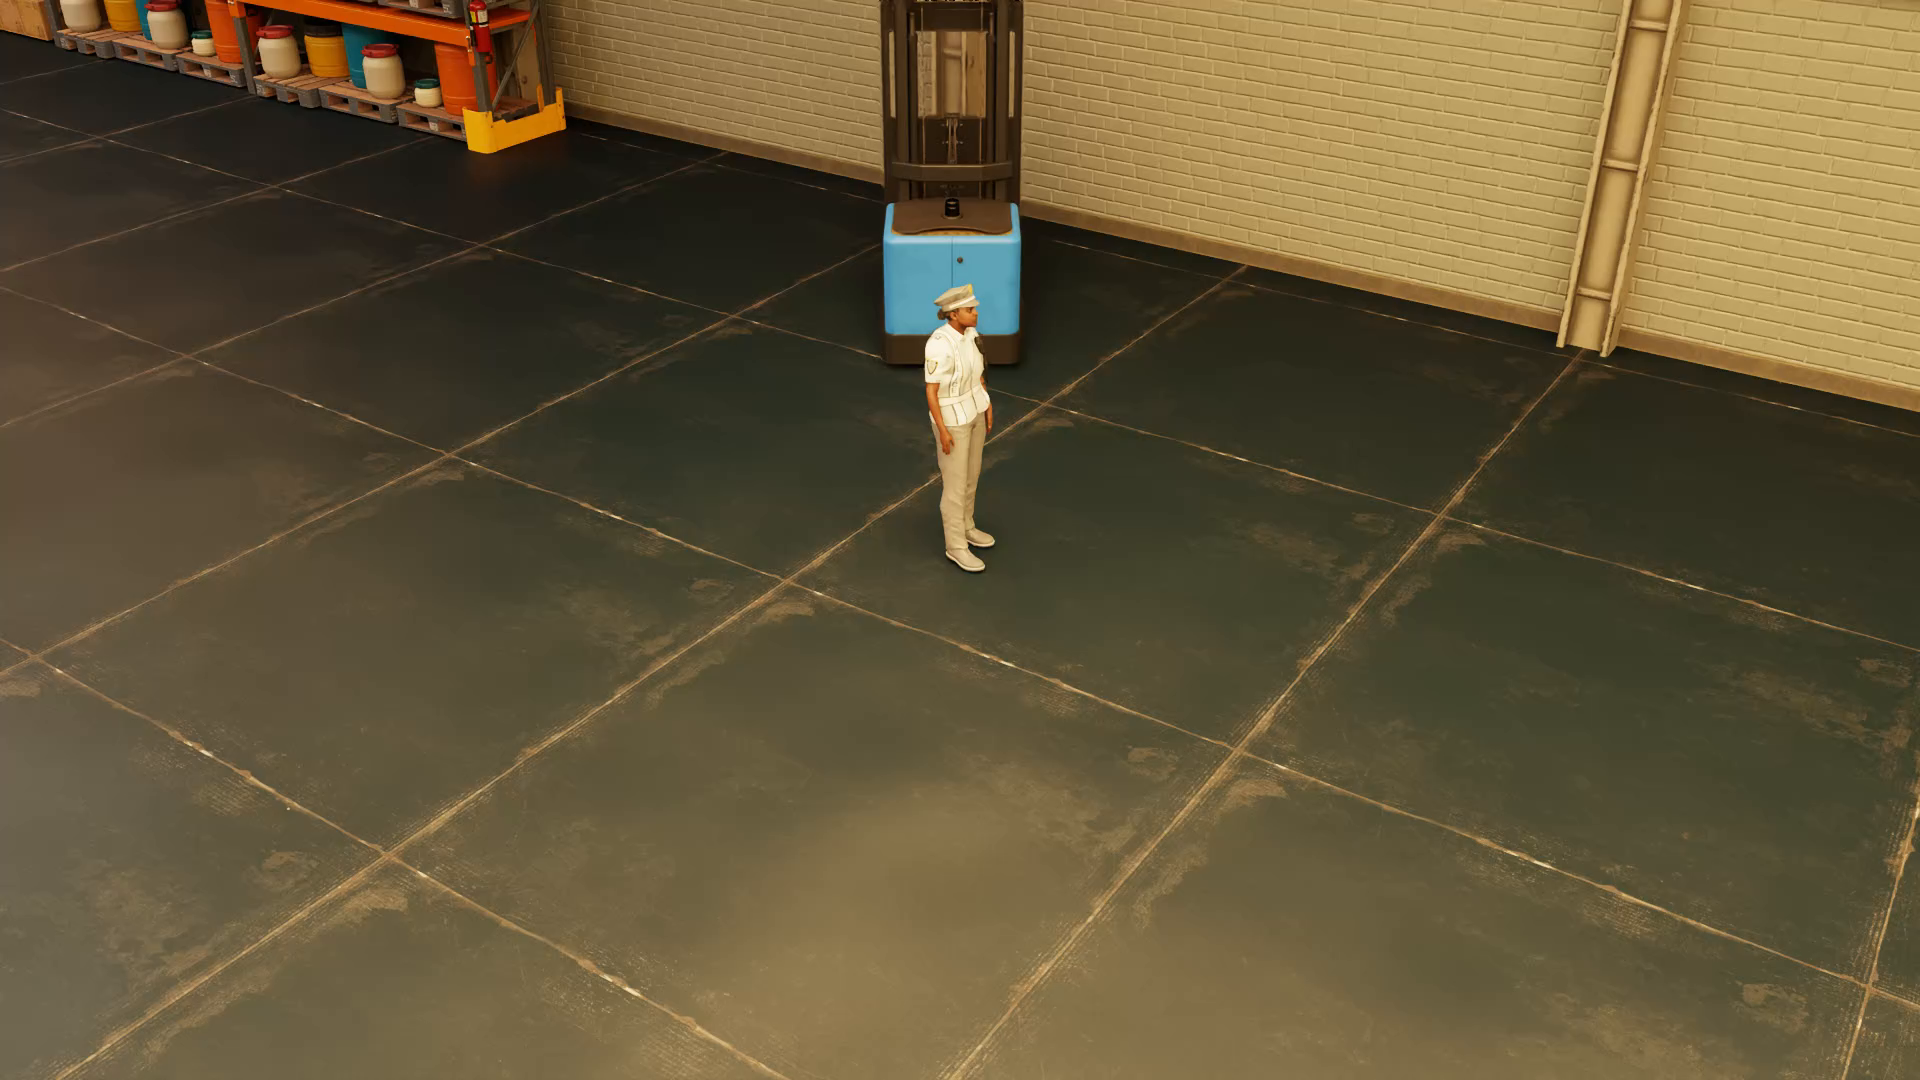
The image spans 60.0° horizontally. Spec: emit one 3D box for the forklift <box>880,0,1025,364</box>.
[{"bbox_3d":[-0.062,-3.303,13.268,1.130,2.935,3.031,0,30,0],"label":"forklift"}]

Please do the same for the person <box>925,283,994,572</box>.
[{"bbox_3d":[0.051,-0.710,10.021,0.530,1.695,0.570,19,35,29],"label":"person"}]
